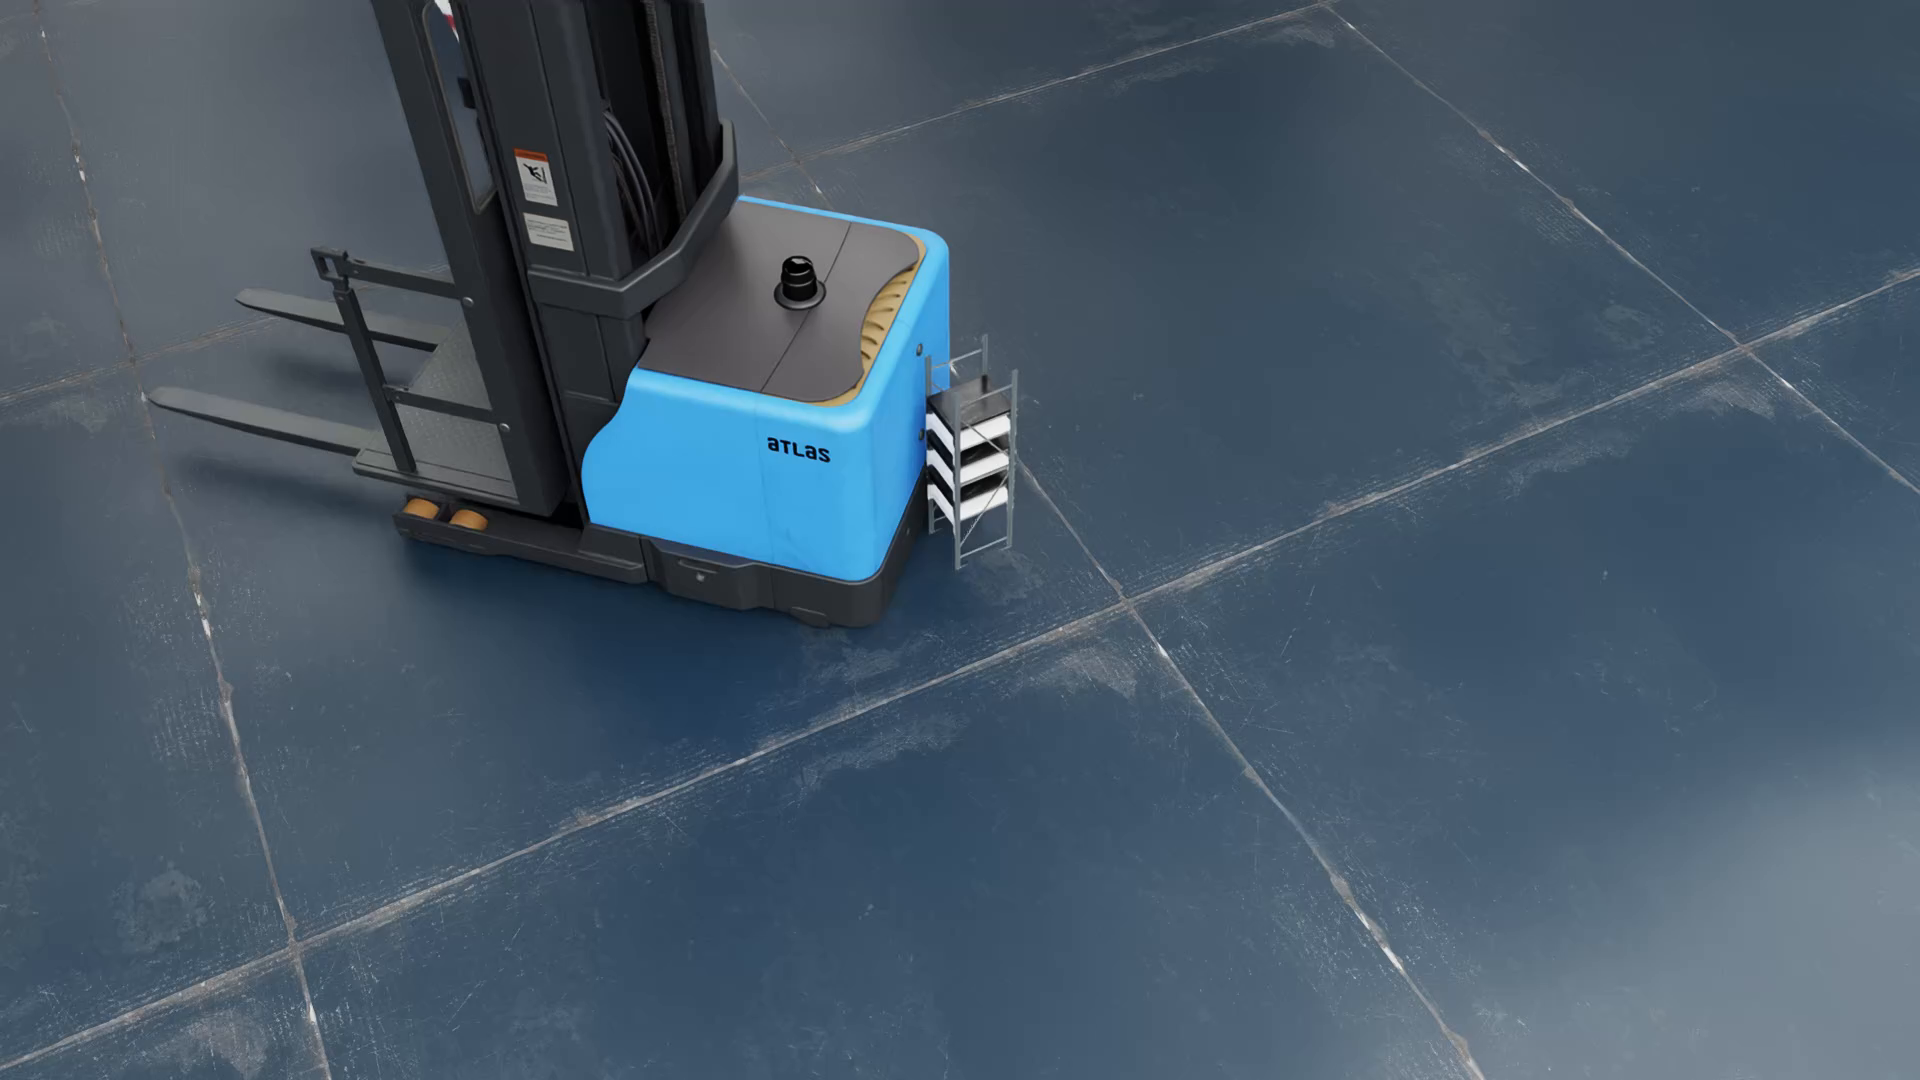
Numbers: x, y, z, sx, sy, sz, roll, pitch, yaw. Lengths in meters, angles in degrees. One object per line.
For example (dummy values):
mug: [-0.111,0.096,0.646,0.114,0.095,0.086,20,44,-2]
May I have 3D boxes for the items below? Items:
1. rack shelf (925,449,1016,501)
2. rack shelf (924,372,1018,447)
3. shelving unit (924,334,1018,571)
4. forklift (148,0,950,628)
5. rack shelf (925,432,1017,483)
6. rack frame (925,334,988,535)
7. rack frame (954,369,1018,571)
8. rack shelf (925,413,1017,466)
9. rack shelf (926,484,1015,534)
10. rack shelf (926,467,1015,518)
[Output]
rack shelf: [0.038,-0.273,5.936,0.258,0.077,0.200,-23,53,-19]
rack shelf: [0.038,-0.451,5.732,0.258,0.077,0.200,-23,53,-19]
shelving unit: [0.038,-0.295,5.910,0.258,0.900,0.210,-23,53,-19]
forklift: [-1.599,-1.287,5.428,3.031,2.935,1.130,12,50,11]
rack shelf: [0.038,-0.333,5.868,0.258,0.077,0.200,-23,53,-19]
rack frame: [-0.012,-0.362,5.969,0.240,0.900,0.006,-23,53,-19]
rack frame: [0.087,-0.228,5.852,0.240,0.900,0.006,-23,53,-19]
rack shelf: [0.038,-0.392,5.800,0.258,0.077,0.200,-23,53,-19]
rack shelf: [0.038,-0.155,6.071,0.258,0.077,0.200,-23,53,-19]
rack shelf: [0.038,-0.214,6.003,0.258,0.077,0.200,-23,53,-19]
